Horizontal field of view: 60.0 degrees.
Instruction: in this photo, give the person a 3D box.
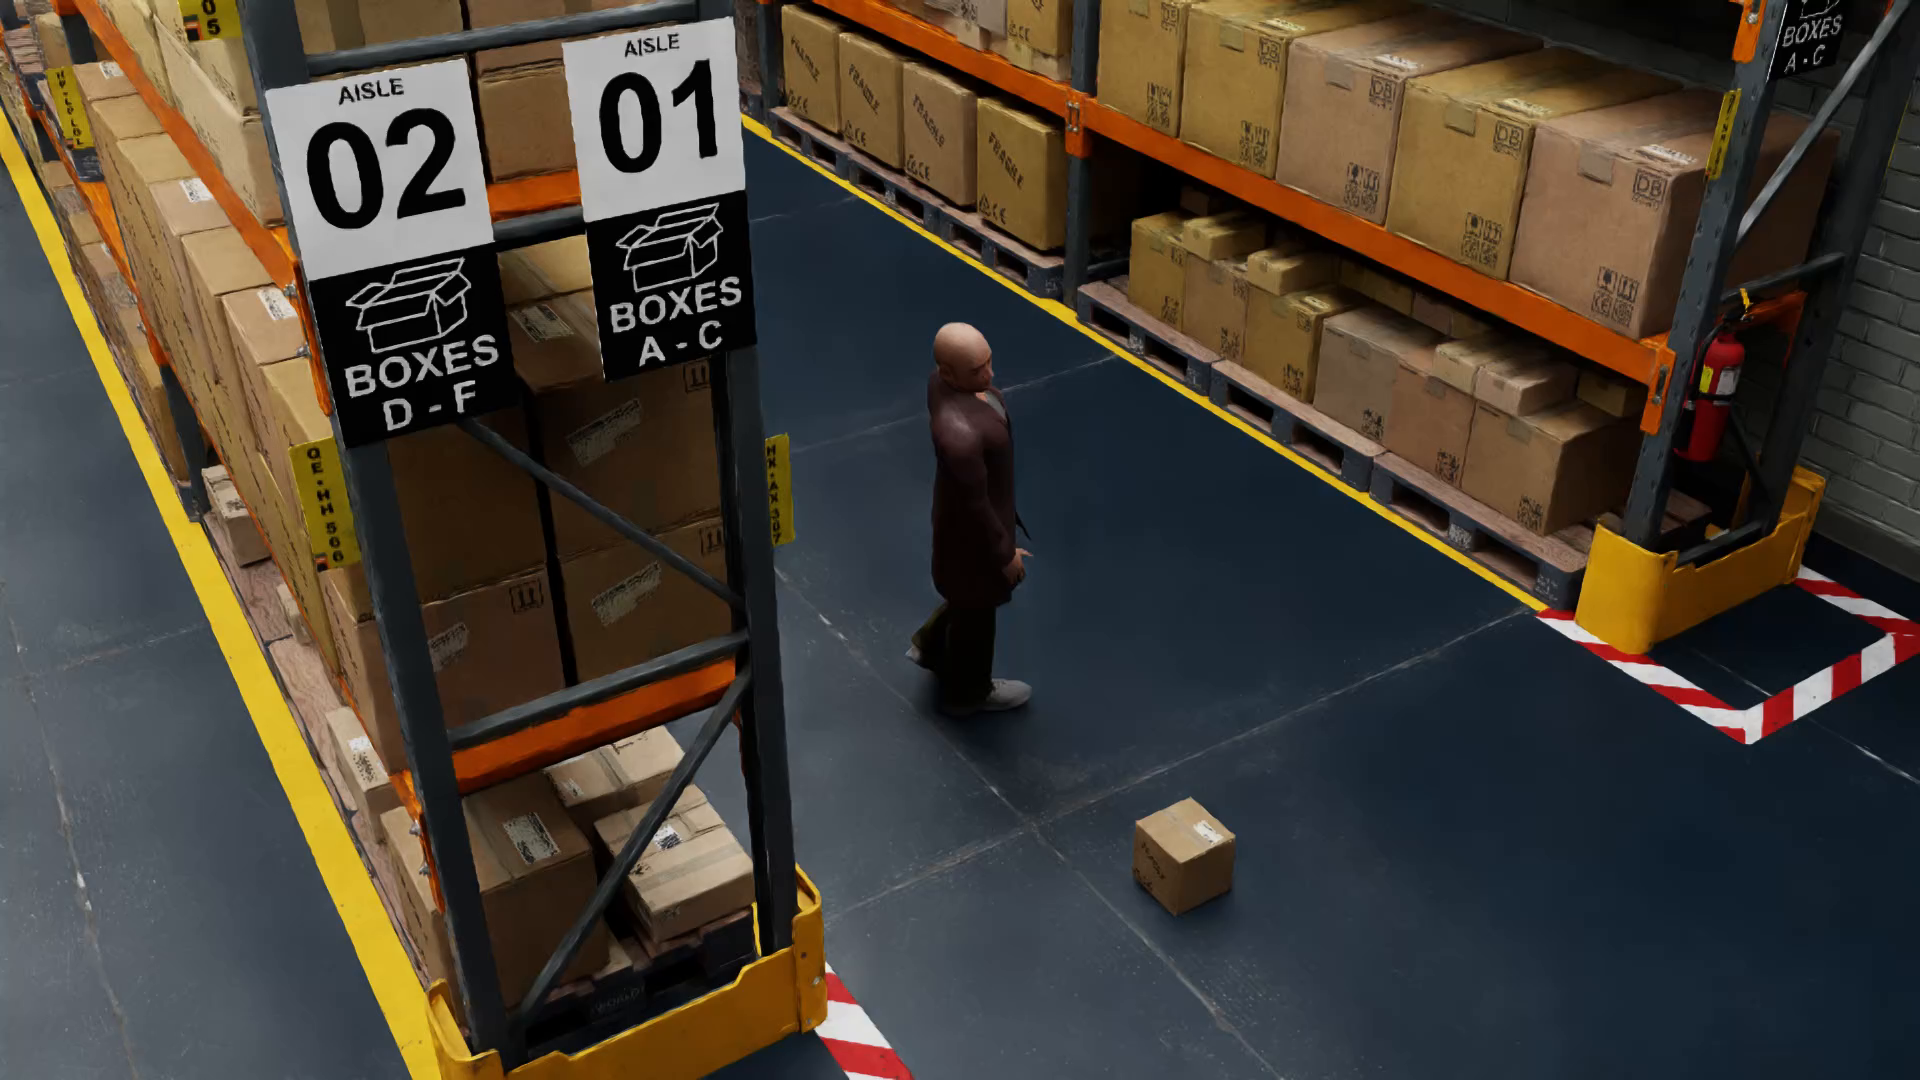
[{"bbox_3d":[0.043,-0.042,6.219,0.511,1.776,0.643,-3,32,-4],"label":"person"}]
